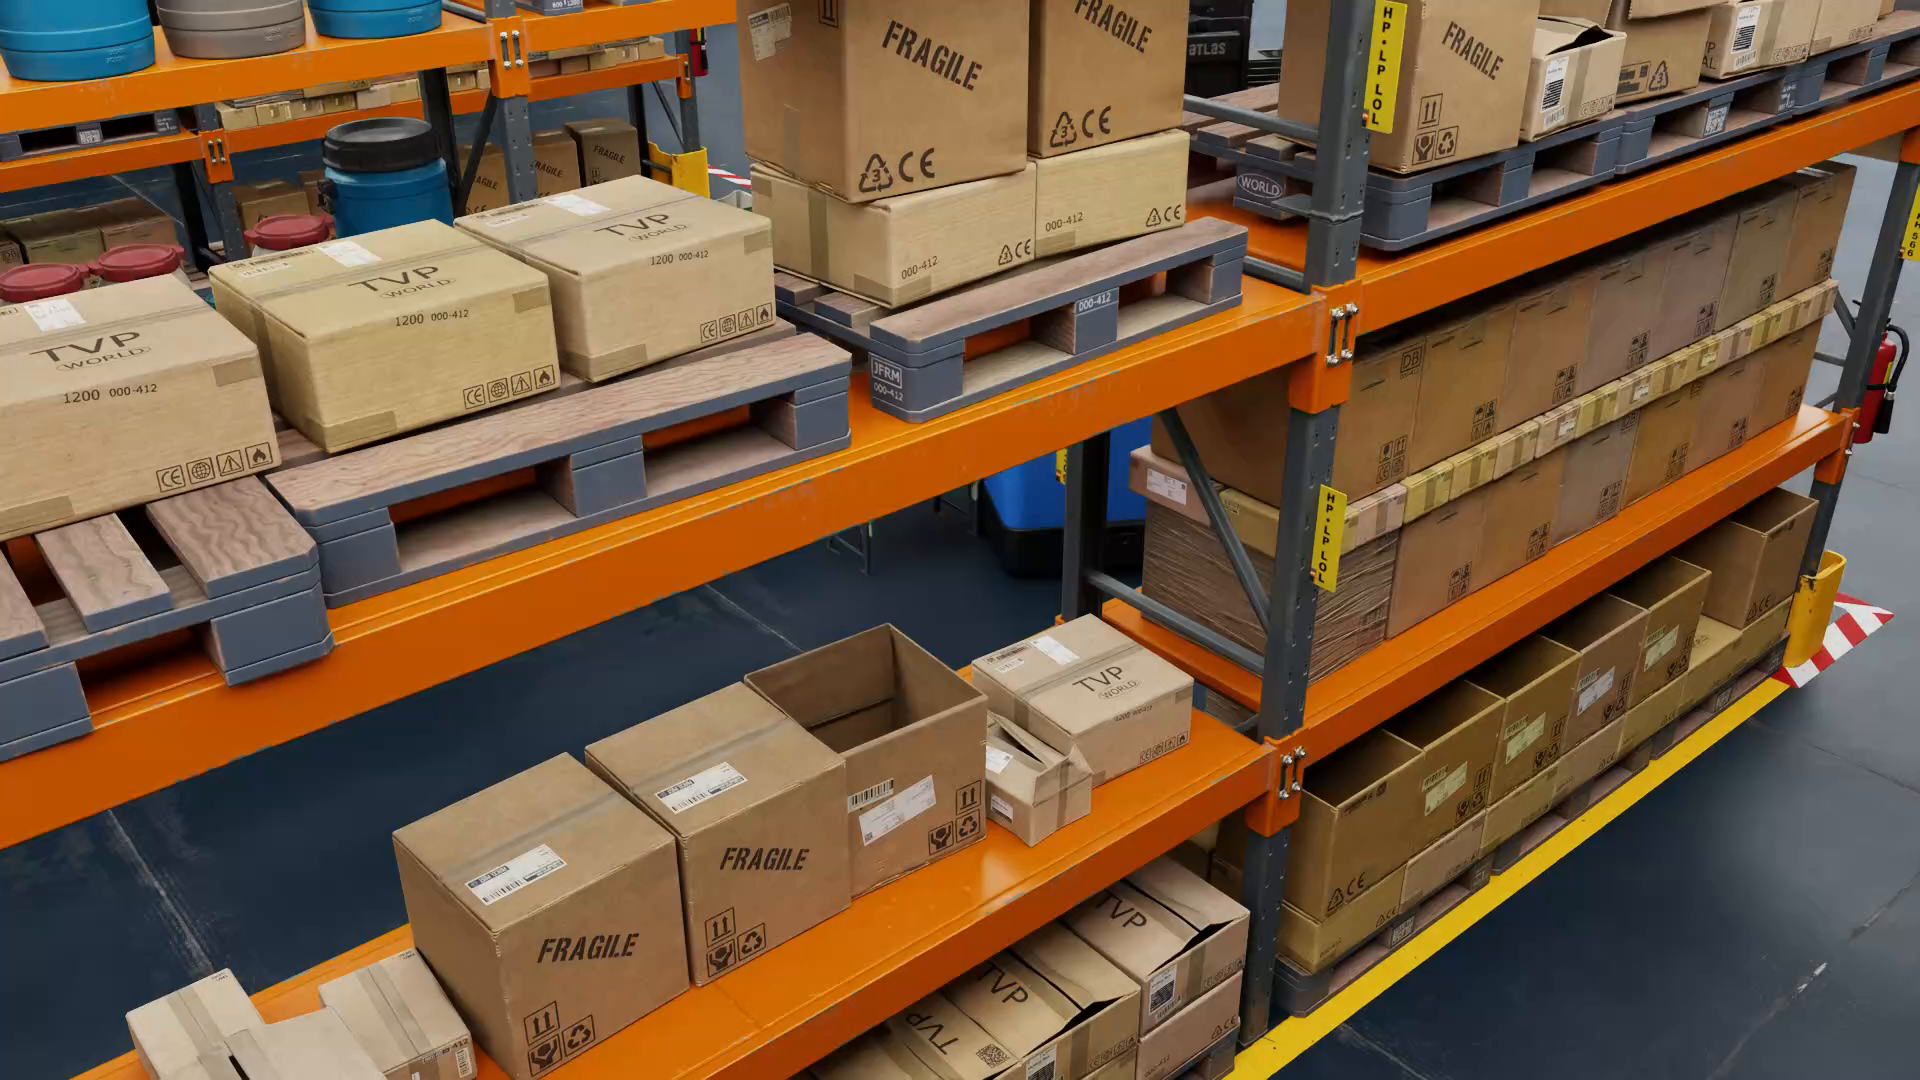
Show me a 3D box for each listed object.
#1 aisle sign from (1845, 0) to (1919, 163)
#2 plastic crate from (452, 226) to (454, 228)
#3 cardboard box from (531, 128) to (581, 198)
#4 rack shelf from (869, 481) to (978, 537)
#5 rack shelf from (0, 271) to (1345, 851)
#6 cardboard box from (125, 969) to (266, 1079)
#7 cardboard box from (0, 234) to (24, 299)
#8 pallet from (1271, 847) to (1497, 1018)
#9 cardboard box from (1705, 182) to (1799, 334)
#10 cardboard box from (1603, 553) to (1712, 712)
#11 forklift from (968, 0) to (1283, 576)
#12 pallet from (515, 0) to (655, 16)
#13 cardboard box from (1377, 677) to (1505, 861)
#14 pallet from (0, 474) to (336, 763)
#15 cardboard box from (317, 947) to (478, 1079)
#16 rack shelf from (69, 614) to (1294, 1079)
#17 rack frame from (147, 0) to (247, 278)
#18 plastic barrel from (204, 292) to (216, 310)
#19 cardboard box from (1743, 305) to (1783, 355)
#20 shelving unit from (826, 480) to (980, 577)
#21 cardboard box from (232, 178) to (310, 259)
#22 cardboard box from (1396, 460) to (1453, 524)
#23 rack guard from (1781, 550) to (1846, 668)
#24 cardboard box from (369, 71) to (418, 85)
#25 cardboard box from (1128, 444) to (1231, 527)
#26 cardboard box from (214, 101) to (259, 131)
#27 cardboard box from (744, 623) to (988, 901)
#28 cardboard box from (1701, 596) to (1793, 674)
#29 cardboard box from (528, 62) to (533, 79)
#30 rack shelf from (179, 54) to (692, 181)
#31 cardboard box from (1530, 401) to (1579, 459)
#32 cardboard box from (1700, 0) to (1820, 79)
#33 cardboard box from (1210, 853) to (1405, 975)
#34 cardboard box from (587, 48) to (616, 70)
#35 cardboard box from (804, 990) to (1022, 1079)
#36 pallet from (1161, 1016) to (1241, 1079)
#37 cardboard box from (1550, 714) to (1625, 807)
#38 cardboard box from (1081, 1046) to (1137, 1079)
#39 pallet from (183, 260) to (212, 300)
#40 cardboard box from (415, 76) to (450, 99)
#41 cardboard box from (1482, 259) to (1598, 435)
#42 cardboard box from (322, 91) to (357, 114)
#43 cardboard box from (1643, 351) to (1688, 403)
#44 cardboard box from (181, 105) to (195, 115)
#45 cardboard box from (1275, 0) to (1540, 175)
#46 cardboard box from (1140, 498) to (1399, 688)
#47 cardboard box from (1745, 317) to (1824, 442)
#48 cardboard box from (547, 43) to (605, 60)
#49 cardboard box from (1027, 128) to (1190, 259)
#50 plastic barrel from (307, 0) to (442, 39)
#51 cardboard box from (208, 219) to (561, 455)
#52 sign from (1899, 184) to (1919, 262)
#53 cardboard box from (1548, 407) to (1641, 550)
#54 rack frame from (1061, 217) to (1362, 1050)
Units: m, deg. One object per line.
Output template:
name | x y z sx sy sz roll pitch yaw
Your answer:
aisle sign | 4.012 -2.004 7.060 0.004 0.787 0.394 -22 35 -35
plastic crate | -2.653 -1.267 8.370 0.583 0.464 0.402 -22 35 -35
cardboard box | -3.574 -3.199 14.259 0.500 0.500 0.500 -13 31 -22
rack shelf | -0.313 -0.358 9.020 0.720 0.370 0.431 -20 34 -32
rack shelf | -0.793 -0.113 3.860 4.000 0.370 1.077 -22 35 -35
cardboard box | -1.810 1.241 4.012 0.250 0.149 0.380 -22 35 -35
cardboard box | -6.980 -1.873 11.758 0.700 0.500 0.500 25 37 38
pallet | 1.361 1.282 6.626 1.213 0.211 1.003 -22 35 -35
cardboard box | 2.971 -1.242 6.909 0.500 0.500 0.700 -23 36 -36
cardboard box | 2.805 0.336 7.115 0.500 0.500 0.500 -22 35 -35
forklift | 1.618 -1.439 8.833 3.031 2.935 1.130 -5 29 -10
pallet | -1.998 -2.992 8.684 1.003 0.211 1.213 -22 35 -35
cardboard box | 1.660 0.792 6.261 0.500 0.500 0.500 -22 35 -35
pallet | -1.856 0.025 3.038 1.003 0.211 1.213 -20 34 -33
cardboard box | -1.381 1.205 4.079 0.250 0.149 0.380 -19 34 -31
rack shelf | -0.793 1.210 4.567 4.000 0.370 1.077 -22 35 -35
rack frame | -5.698 -3.272 12.191 0.127 3.000 1.000 -22 35 -35
plastic barrel | -3.590 -1.086 8.245 0.301 0.262 0.301 0 28 0
cardboard box | 3.212 -0.929 7.011 0.250 0.149 0.380 -22 35 -36
shelving unit | -0.313 -0.645 8.866 0.755 1.500 0.431 -20 34 -32
cardboard box | -5.368 -2.463 12.883 0.500 0.500 0.500 -23 36 -36
cardboard box | 1.445 -0.219 5.682 0.250 0.149 0.380 -23 36 -36
rack guard | 3.790 0.152 8.435 0.348 0.500 1.175 -22 35 -35
cardboard box | -4.598 -3.893 12.930 0.500 0.500 0.875 -22 35 -35
cardboard box | 0.796 -0.209 5.665 0.250 0.149 0.380 -22 35 -35
cardboard box | -5.340 -3.119 12.171 0.250 0.149 0.380 -22 35 -35
cardboard box | -0.267 0.627 4.788 0.500 0.500 0.500 -19 34 -31
cardboard box | 3.555 0.355 7.876 0.500 0.250 0.500 -22 35 -35
cardboard box | -3.678 -3.836 13.511 0.250 0.149 0.380 -22 35 -35
rack shelf | -4.177 -3.567 13.505 4.000 0.370 1.077 -22 35 -35
cardboard box | 2.036 -0.458 6.130 0.250 0.149 0.380 -23 36 -36
cardboard box | 2.644 -1.856 5.859 0.500 0.311 0.500 -17 33 -29
cardboard box | 1.278 1.275 6.153 0.500 0.250 0.500 -22 35 -35
cardboard box | -3.086 -4.053 13.918 0.250 0.149 0.380 -22 35 -35
cardboard box | -0.166 1.601 4.949 0.500 0.311 0.500 -22 35 -35
pallet | 0.193 1.750 5.751 1.213 0.211 1.003 -22 35 -35
cardboard box | 2.422 0.818 7.009 0.500 0.250 0.500 -22 35 -35
cardboard box | 0.215 1.693 5.371 0.500 0.250 0.500 -23 35 -36
pallet | -6.290 -1.804 12.401 1.213 0.211 1.003 -22 35 -35
cardboard box | -4.207 -3.583 13.039 0.250 0.149 0.380 -22 35 -35
cardboard box | 1.827 -0.781 6.047 0.500 0.500 0.700 -22 35 -35
cardboard box | -4.785 -3.358 12.617 0.250 0.149 0.380 -22 35 -35
cardboard box | 2.620 -0.691 6.567 0.250 0.149 0.380 -21 34 -34
cardboard box | -5.726 -3.333 12.570 0.250 0.149 0.380 -22 35 -35
cardboard box | 1.283 -1.393 4.791 0.500 0.500 0.500 -19 33 -31
cardboard box | 1.062 0.099 5.777 0.500 0.500 0.700 -23 36 -36
cardboard box | 3.408 -0.849 7.550 0.500 0.500 0.700 -22 35 -35
cardboard box | -3.394 -4.317 13.724 0.500 0.500 0.875 -22 35 -35
cardboard box | 0.254 -0.976 4.425 0.500 0.250 0.500 -18 33 -30
plastic barrel | -2.730 -2.807 7.606 0.708 0.901 0.600 -22 35 -35
cardboard box | -1.176 -0.434 3.411 0.500 0.250 0.500 -23 36 -36
sign | 4.113 -1.359 7.131 0.005 0.325 0.100 -22 35 -35
cardboard box | 2.232 -0.374 6.661 0.500 0.500 0.700 -21 34 -33
rack frame | 0.728 0.281 5.542 0.127 3.000 1.000 -22 35 -35
